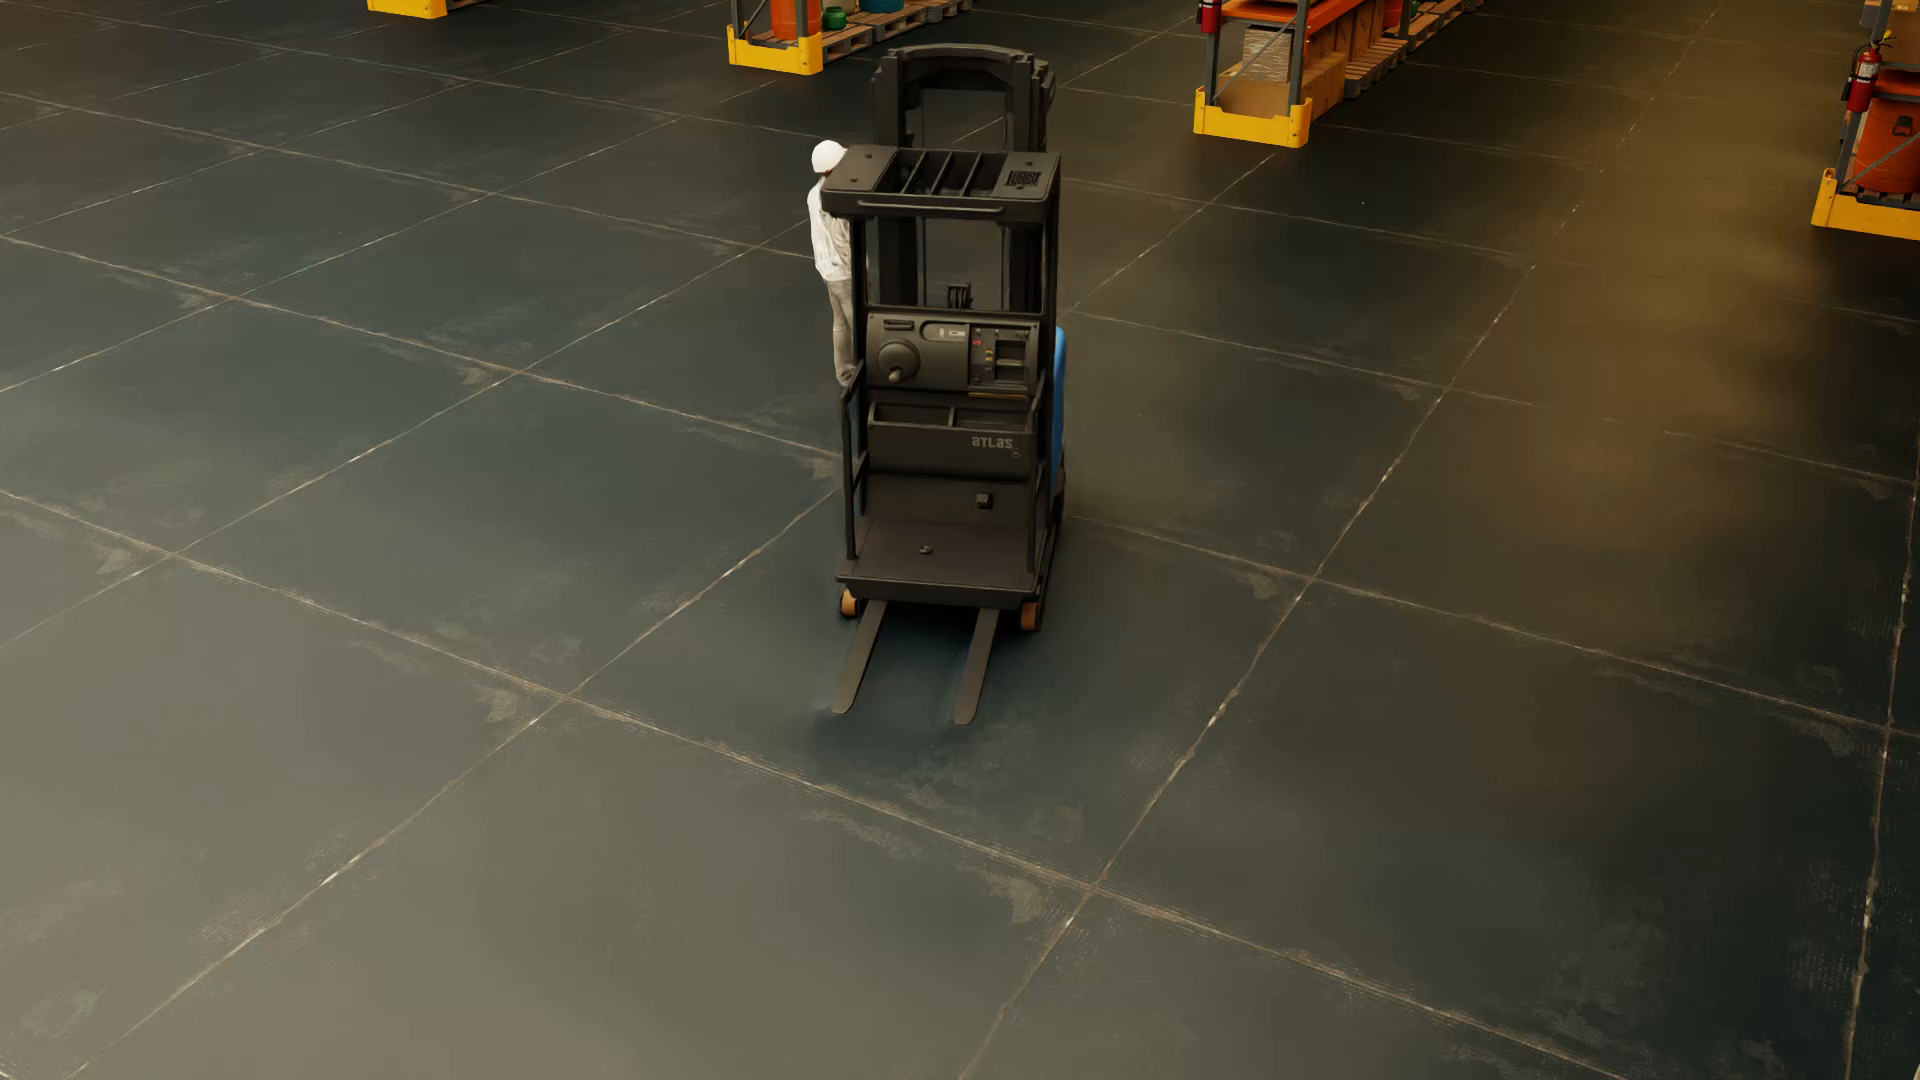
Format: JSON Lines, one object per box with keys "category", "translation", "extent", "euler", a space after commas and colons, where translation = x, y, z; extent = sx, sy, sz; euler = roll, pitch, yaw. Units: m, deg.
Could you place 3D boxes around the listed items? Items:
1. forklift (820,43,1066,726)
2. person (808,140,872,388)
{"category": "forklift", "translation": [-0.070, -0.958, 8.731], "extent": [1.130, 2.935, 3.031], "euler": [4, 30, 7]}
{"category": "person", "translation": [-0.732, -1.880, 11.471], "extent": [0.570, 1.773, 0.630], "euler": [-10, 32, -17]}
